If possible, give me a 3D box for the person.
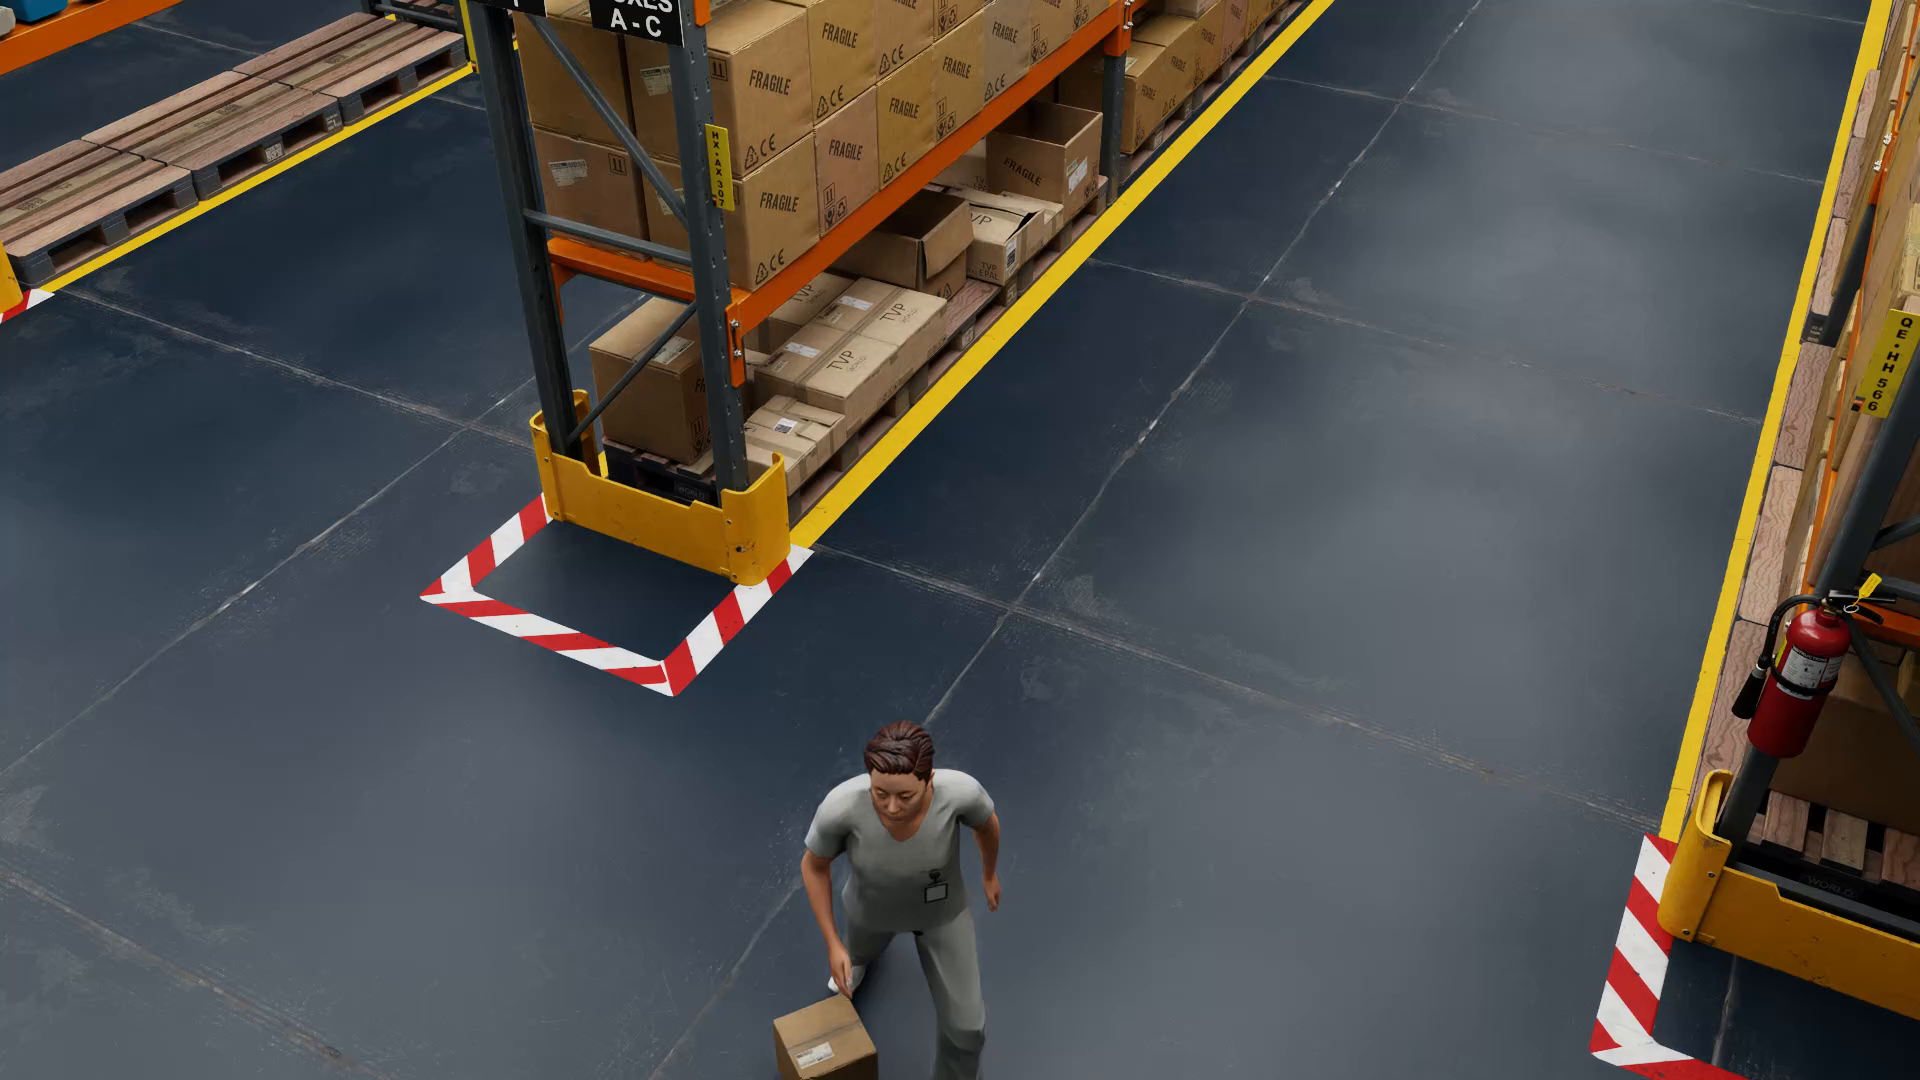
[{"bbox_3d":[-0.160,1.000,4.909,0.563,1.607,0.833,0,38,0],"label":"person"}]
